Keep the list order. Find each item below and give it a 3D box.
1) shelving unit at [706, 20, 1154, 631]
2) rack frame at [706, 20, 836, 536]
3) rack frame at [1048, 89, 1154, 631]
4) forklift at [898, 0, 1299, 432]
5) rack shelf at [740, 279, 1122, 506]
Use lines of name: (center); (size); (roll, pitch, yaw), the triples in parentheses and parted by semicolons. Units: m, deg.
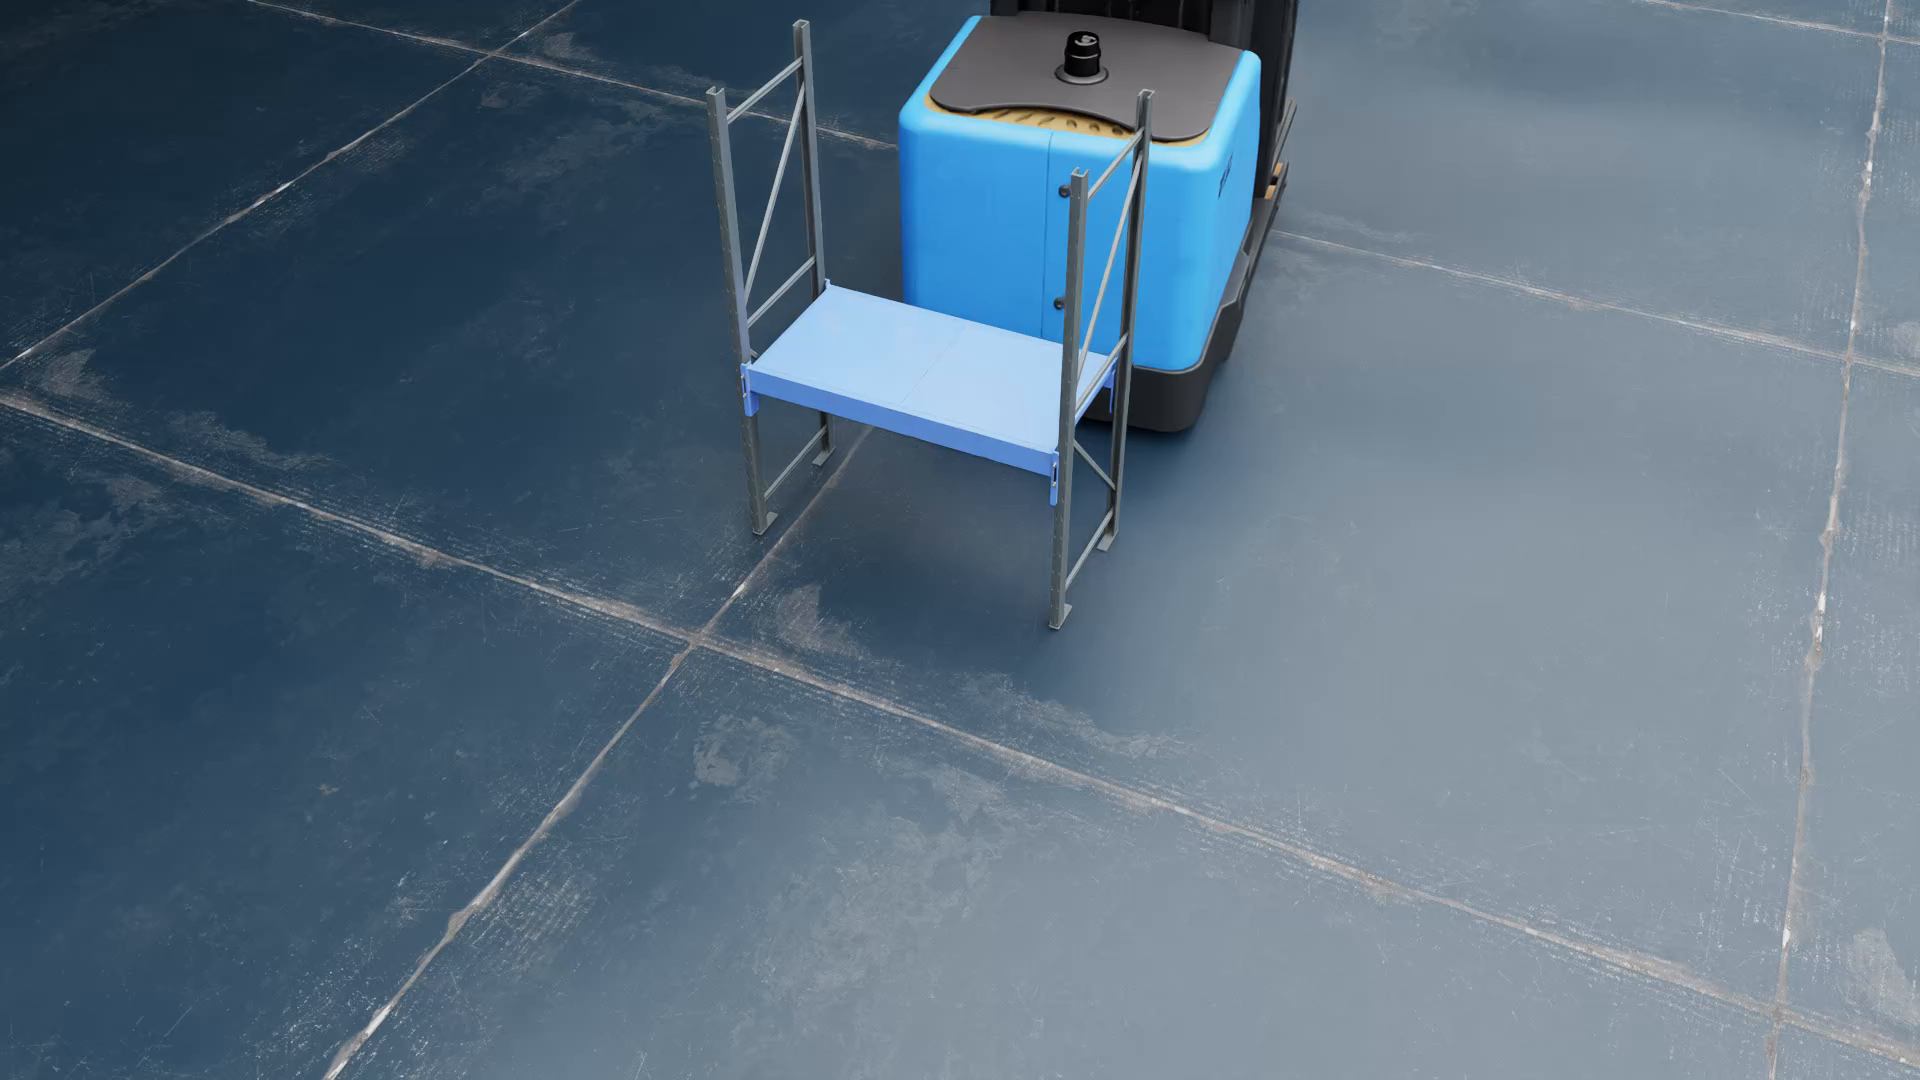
shelving unit: (-0.077, -0.590, 4.786); (1.048, 1.500, 0.538); (17, 44, 19)
rack frame: (-0.538, -0.731, 4.948); (0.032, 1.500, 0.500); (17, 44, 19)
rack frame: (0.383, -0.450, 4.624); (0.032, 1.500, 0.500); (17, 44, 19)
forklift: (0.719, -2.445, 5.833); (1.130, 2.935, 3.031); (12, 42, 13)
rack shelf: (-0.077, -0.454, 4.904); (1.000, 0.185, 0.538); (17, 44, 19)
